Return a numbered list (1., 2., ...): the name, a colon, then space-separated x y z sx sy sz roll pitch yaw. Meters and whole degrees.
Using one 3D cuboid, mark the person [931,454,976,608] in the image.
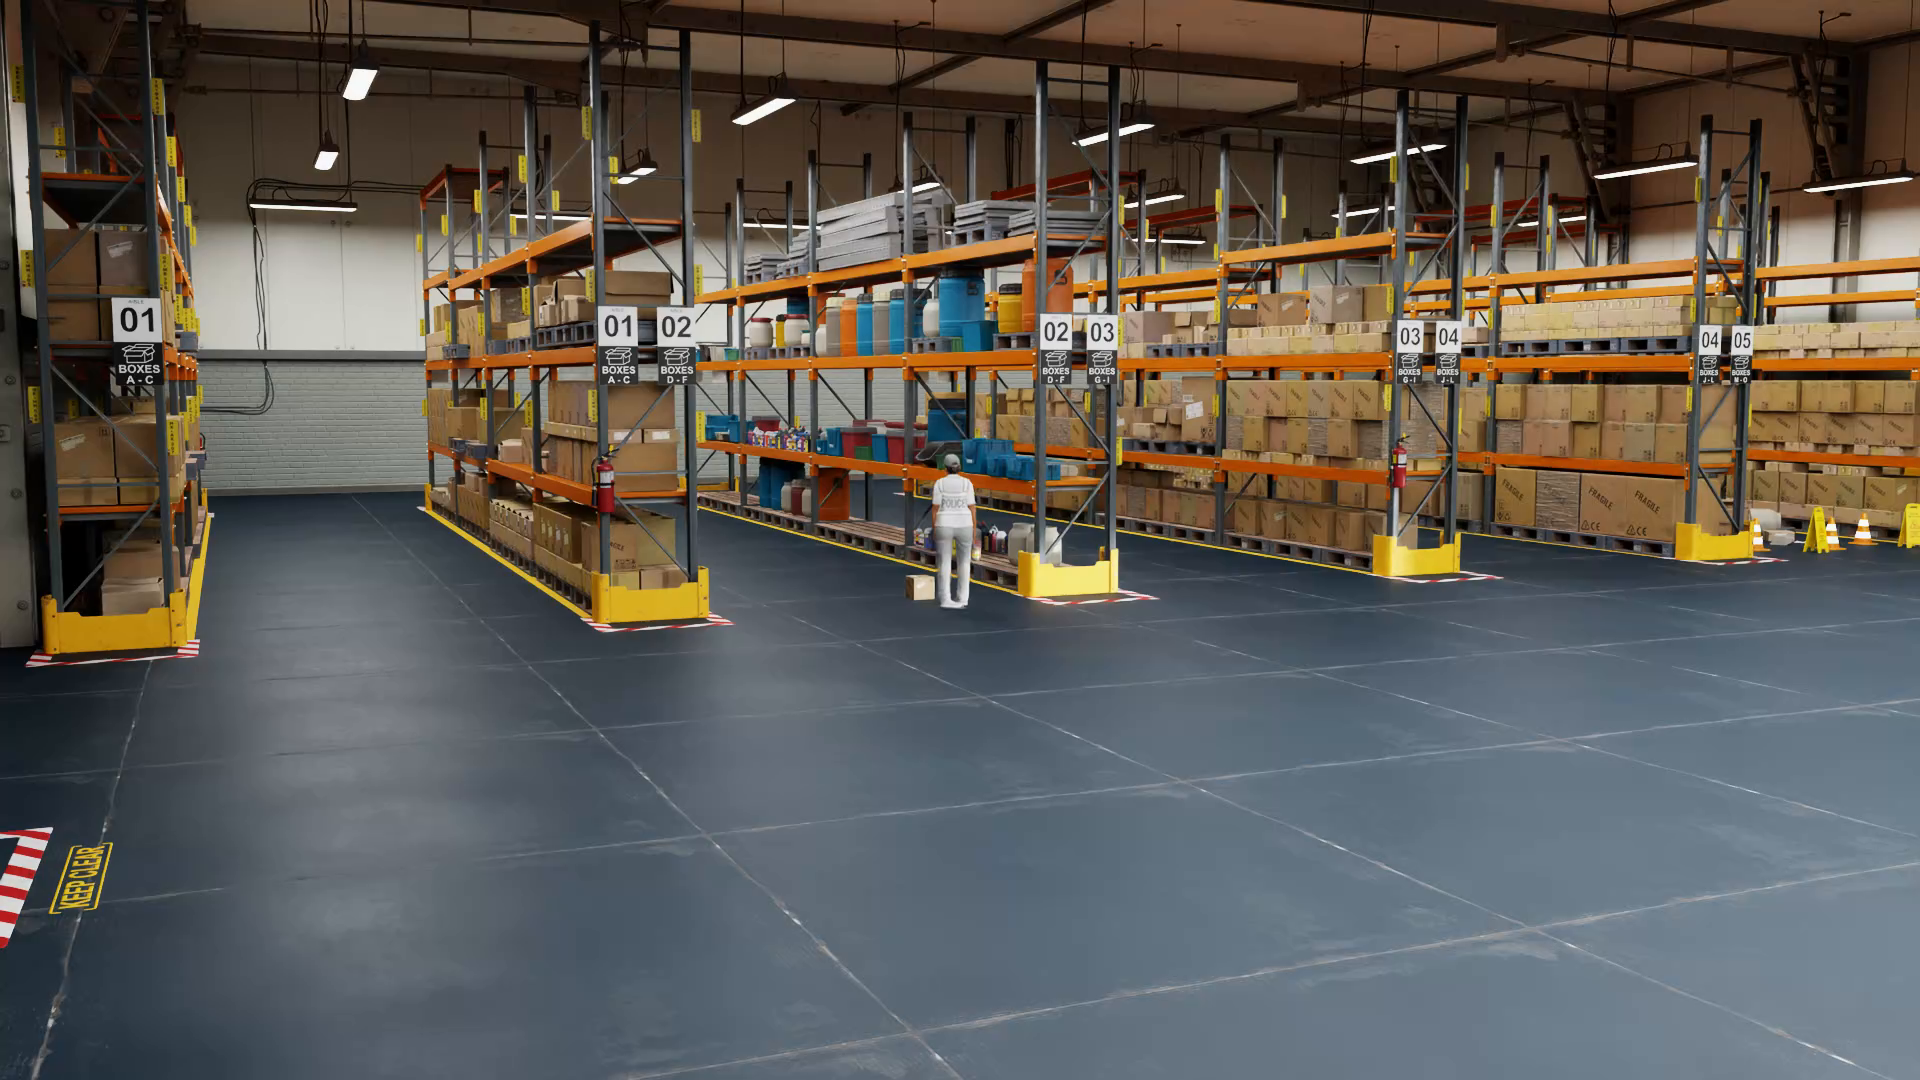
1. person: -0.073 -0.104 18.033 0.484 1.659 0.594 0 6 -4
